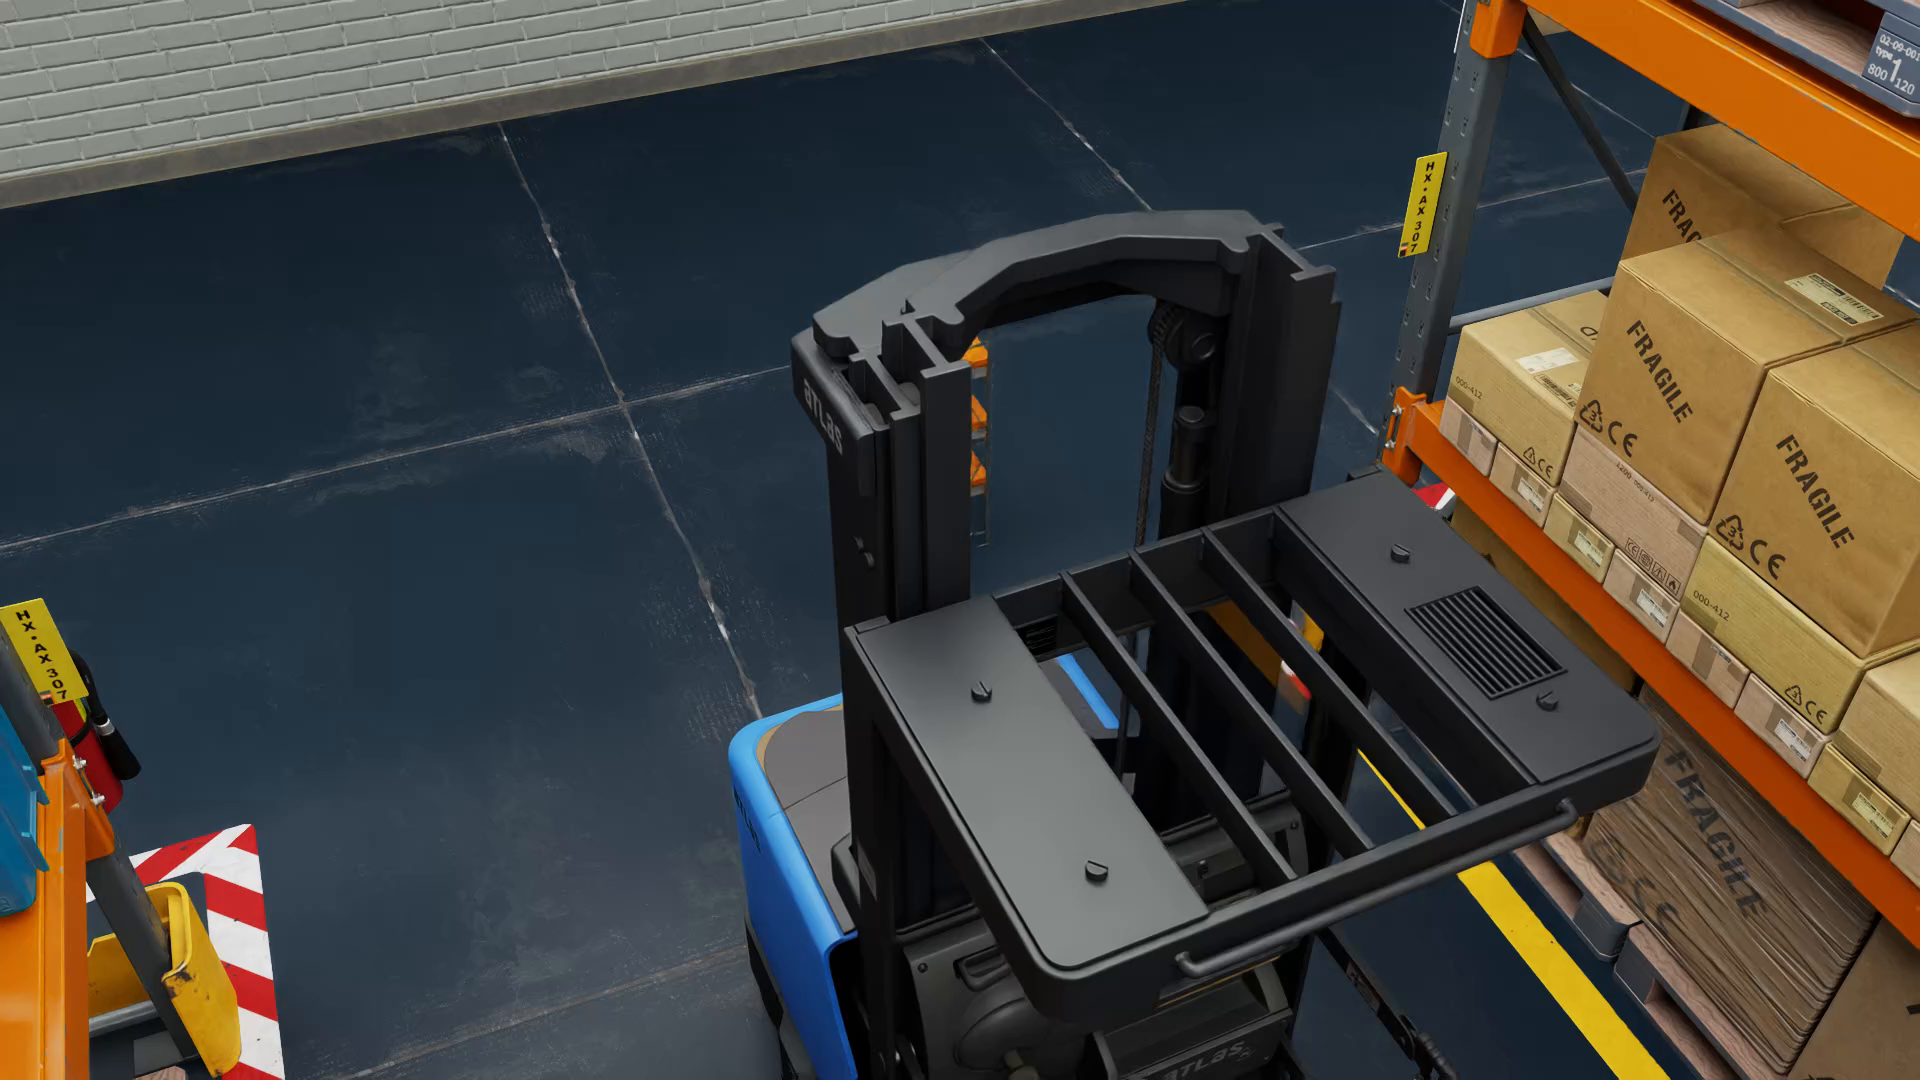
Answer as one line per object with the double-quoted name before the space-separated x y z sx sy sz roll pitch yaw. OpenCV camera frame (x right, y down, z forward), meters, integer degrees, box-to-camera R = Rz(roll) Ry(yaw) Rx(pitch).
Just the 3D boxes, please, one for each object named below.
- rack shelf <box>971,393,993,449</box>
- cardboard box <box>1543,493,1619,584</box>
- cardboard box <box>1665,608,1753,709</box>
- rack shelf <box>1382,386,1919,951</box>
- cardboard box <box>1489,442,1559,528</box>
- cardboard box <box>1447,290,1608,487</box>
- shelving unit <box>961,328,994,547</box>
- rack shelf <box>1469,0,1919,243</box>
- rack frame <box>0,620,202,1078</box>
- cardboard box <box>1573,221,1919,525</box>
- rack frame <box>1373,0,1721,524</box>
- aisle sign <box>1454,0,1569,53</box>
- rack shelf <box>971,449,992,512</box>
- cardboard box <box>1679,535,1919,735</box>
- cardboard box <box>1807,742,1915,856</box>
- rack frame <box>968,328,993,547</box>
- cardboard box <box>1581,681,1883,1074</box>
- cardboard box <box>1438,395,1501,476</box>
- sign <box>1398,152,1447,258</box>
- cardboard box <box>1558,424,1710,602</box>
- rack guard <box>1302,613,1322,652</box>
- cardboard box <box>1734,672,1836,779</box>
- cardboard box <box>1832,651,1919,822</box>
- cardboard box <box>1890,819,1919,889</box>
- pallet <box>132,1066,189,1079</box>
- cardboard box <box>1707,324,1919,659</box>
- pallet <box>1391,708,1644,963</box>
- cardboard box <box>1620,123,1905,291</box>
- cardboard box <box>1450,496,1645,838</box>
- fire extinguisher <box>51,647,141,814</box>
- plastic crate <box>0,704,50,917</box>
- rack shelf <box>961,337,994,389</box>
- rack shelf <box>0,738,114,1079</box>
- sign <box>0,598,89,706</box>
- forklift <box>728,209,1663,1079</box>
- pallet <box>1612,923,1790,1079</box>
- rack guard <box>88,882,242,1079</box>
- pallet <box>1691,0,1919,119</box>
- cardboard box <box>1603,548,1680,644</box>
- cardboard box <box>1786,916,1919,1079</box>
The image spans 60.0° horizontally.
"rack shelf" -0.020 -0.422 6.452 0.215 0.259 0.240 -15 43 -17
"cardboard box" 1.895 -0.054 4.704 0.380 0.149 0.250 -16 43 -18
"cardboard box" 2.092 0.257 4.344 0.380 0.149 0.250 -16 43 -18
"rack shelf" 2.632 0.724 4.159 1.077 0.370 4.000 -15 43 -17
"cardboard box" 1.797 -0.208 4.884 0.380 0.149 0.250 -16 43 -17
"cardboard box" 1.800 -0.453 4.863 0.500 0.250 0.500 -16 43 -18
"shelving unit" -0.020 -0.430 6.445 0.215 1.050 0.252 -15 43 -17
"rack shelf" 2.632 -0.413 3.181 1.077 0.370 4.000 -15 43 -17
"rack frame" -2.710 0.482 3.889 1.000 3.000 0.127 -15 43 -17
"cardboard box" 1.992 -0.436 4.268 0.500 0.500 0.500 -16 43 -18
"rack frame" 1.866 -0.753 5.326 1.000 3.000 0.127 -15 43 -17
"aisle sign" 1.562 -1.708 4.441 0.394 0.787 0.004 -15 43 -17
"rack shelf" -0.020 -0.212 6.633 0.215 0.259 0.240 -15 43 -17
"cardboard box" 2.194 0.162 4.148 0.500 0.250 0.500 -16 43 -18
"cardboard box" 2.287 0.564 3.986 0.380 0.149 0.250 -16 43 -18
"rack frame" 0.026 -0.357 6.360 0.200 1.050 0.008 -15 43 -17
"cardboard box" 2.533 0.807 4.819 0.875 0.875 0.875 -15 43 -17
"cardboard box" 1.697 -0.362 5.063 0.380 0.149 0.250 -15 43 -16
"sign" 1.351 -0.977 4.861 0.100 0.325 0.005 -15 43 -17
"cardboard box" 2.005 -0.141 4.501 0.500 0.250 0.500 -16 43 -17
"rack guard" 1.857 0.180 6.157 1.175 0.500 0.348 -15 43 -17
"cardboard box" 2.191 0.412 4.163 0.380 0.149 0.250 -16 43 -17
"cardboard box" 2.399 0.475 3.784 0.500 0.250 0.500 -16 43 -18
"cardboard box" 2.389 0.722 3.803 0.380 0.149 0.250 -14 43 -16
"pallet" -2.430 2.046 4.209 1.003 0.211 1.213 -15 43 -17
"cardboard box" 2.196 -0.125 3.907 0.500 0.500 0.500 -16 43 -18
"pallet" 2.244 0.766 5.697 1.003 0.211 1.213 -15 43 -17
"cardboard box" 2.295 -0.866 4.768 0.500 0.500 0.500 -15 43 -16
"cardboard box" 2.185 0.259 5.456 0.875 0.875 0.875 -15 43 -17
"fire extinguisher" -2.348 0.449 4.273 0.296 0.674 0.183 -15 43 -17
"plastic crate" -2.409 0.601 3.677 0.616 0.435 0.499 -15 43 -17
"rack shelf" -0.020 -0.637 6.267 0.215 0.259 0.240 -15 43 -17
"rack shelf" -1.945 1.960 2.722 1.077 0.370 4.000 -15 43 -17
"sign" -2.208 0.273 4.006 0.100 0.325 0.005 -15 43 -17
"forklift" 0.426 0.959 3.386 1.130 2.935 3.031 -17 43 -18
"pallet" 2.707 1.500 4.844 1.003 0.211 1.213 -15 43 -17
"rack guard" -2.731 1.419 4.717 1.175 0.500 0.348 -15 43 -17
"pallet" 2.160 -1.413 3.860 1.003 0.211 1.213 -15 43 -17
"cardboard box" 1.996 0.103 4.522 0.380 0.149 0.250 -16 43 -18
"cardboard box" 2.874 1.343 4.195 0.875 0.875 0.875 -15 43 -17
